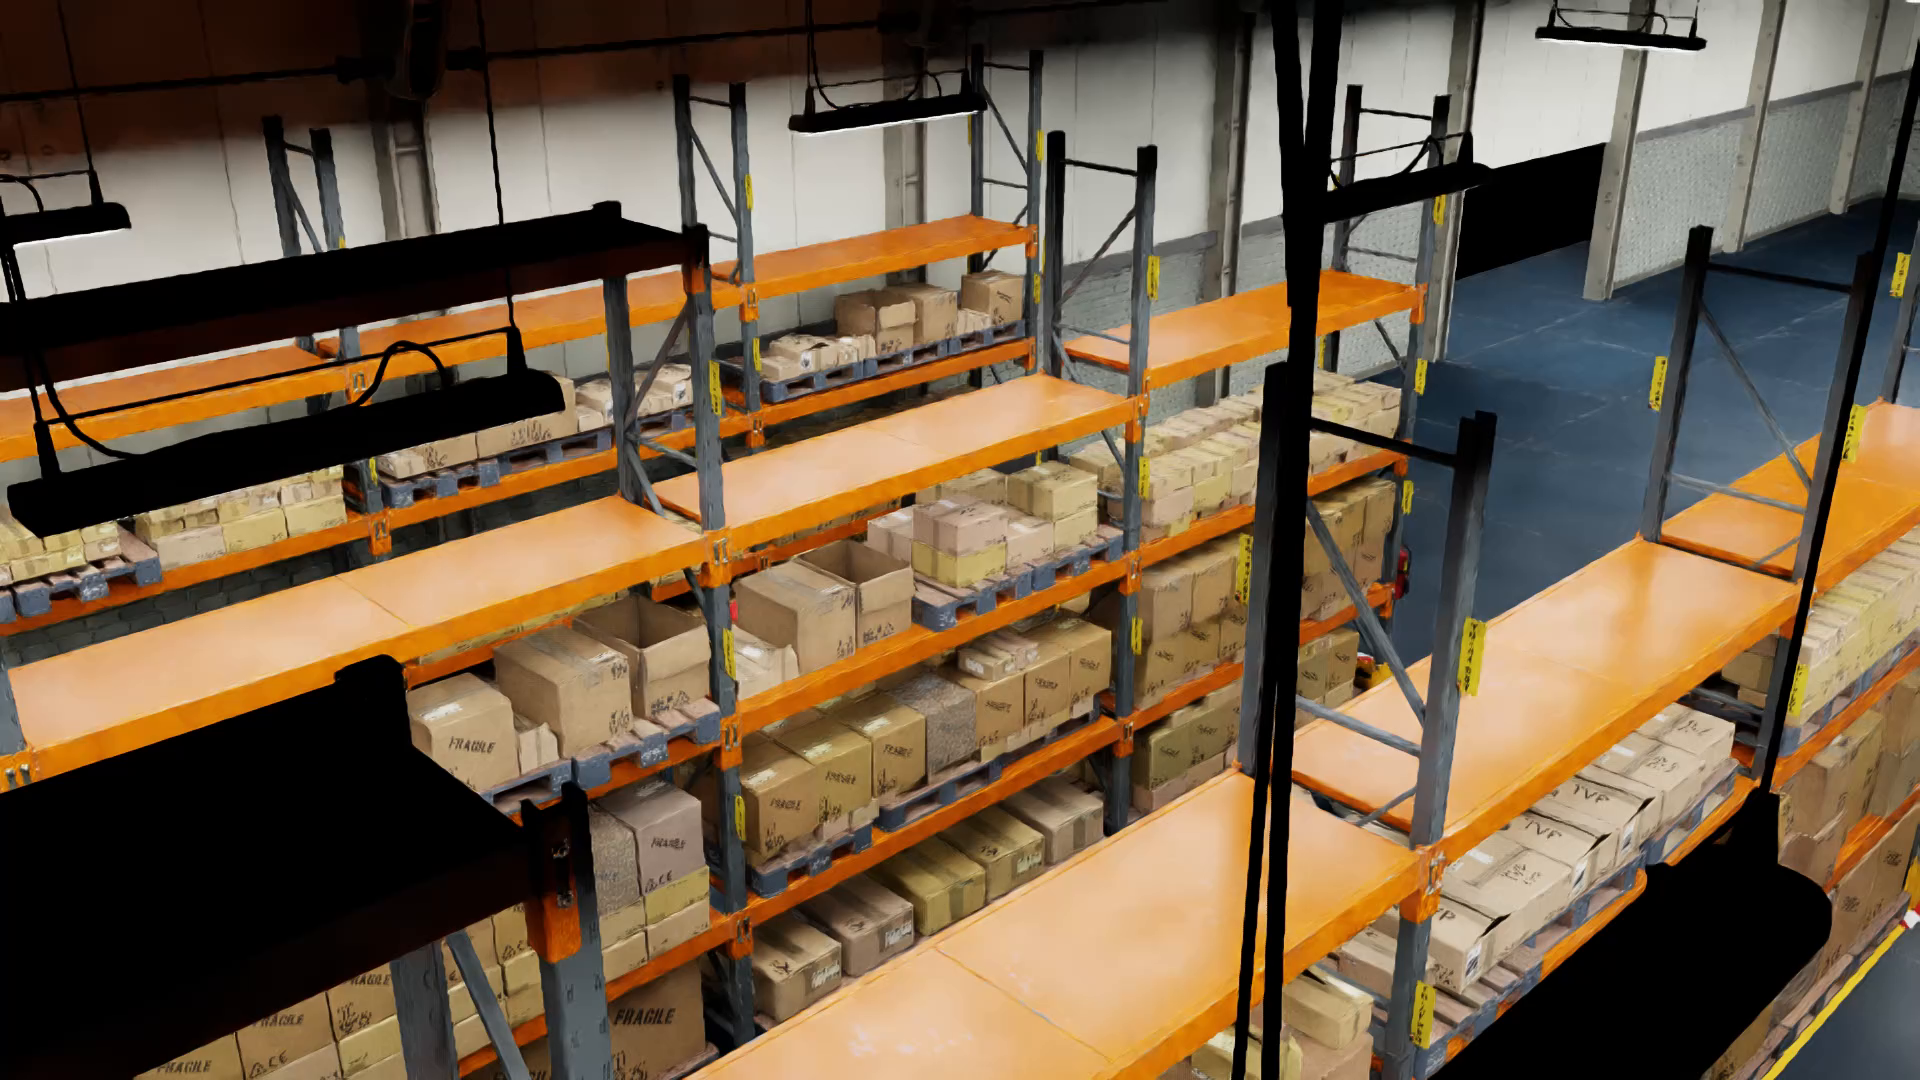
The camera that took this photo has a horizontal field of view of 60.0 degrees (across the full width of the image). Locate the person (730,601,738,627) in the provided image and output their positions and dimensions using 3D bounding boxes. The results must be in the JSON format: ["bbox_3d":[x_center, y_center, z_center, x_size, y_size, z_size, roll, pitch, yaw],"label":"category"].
[{"bbox_3d":[-1.961,1.371,15.165,0.653,1.786,0.570,-6,23,-15],"label":"person"}]
